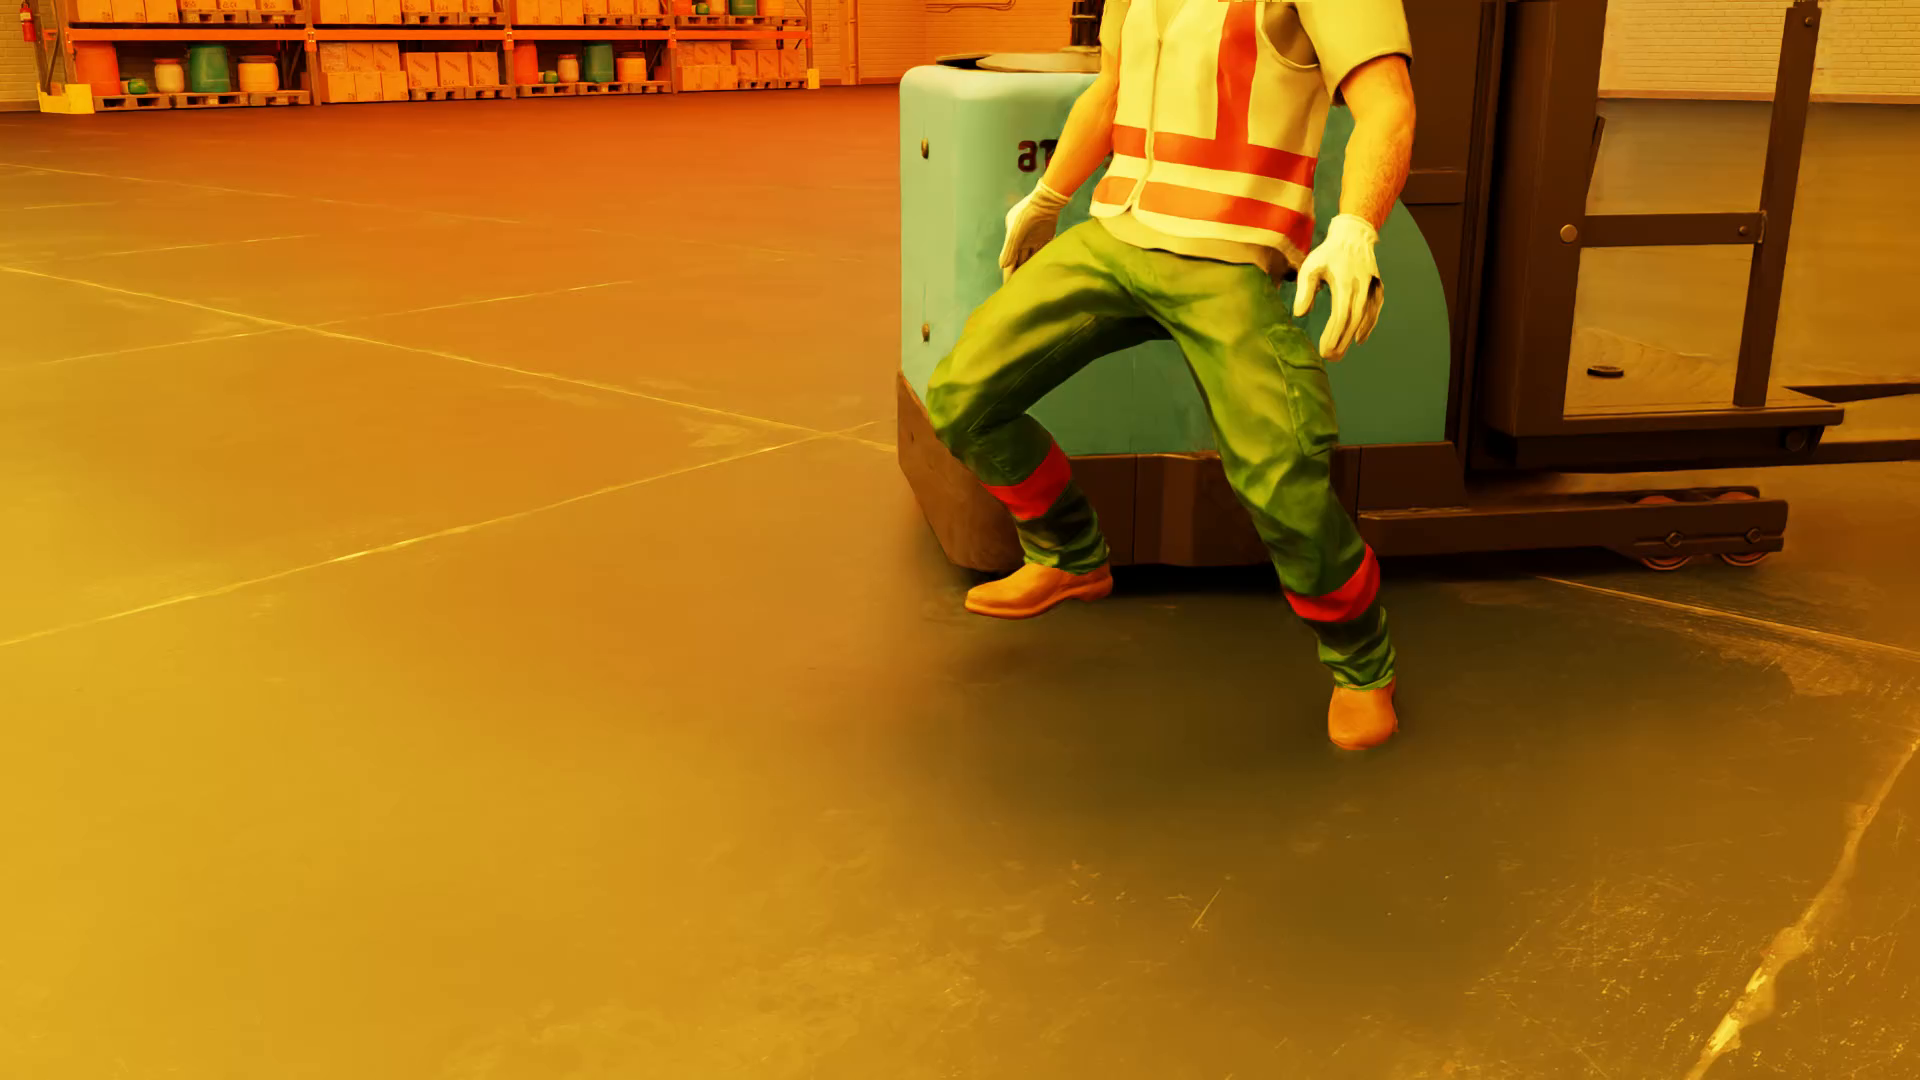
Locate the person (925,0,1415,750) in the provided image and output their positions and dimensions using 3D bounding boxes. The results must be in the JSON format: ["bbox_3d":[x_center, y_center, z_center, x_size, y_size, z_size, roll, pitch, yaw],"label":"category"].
[{"bbox_3d":[0.392,-0.494,2.775,0.644,1.668,0.985,-12,21,-34],"label":"person"}]

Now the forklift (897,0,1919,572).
[{"bbox_3d":[1.403,-1.483,3.781,3.031,2.935,1.130,-3,17,-9],"label":"forklift"}]
